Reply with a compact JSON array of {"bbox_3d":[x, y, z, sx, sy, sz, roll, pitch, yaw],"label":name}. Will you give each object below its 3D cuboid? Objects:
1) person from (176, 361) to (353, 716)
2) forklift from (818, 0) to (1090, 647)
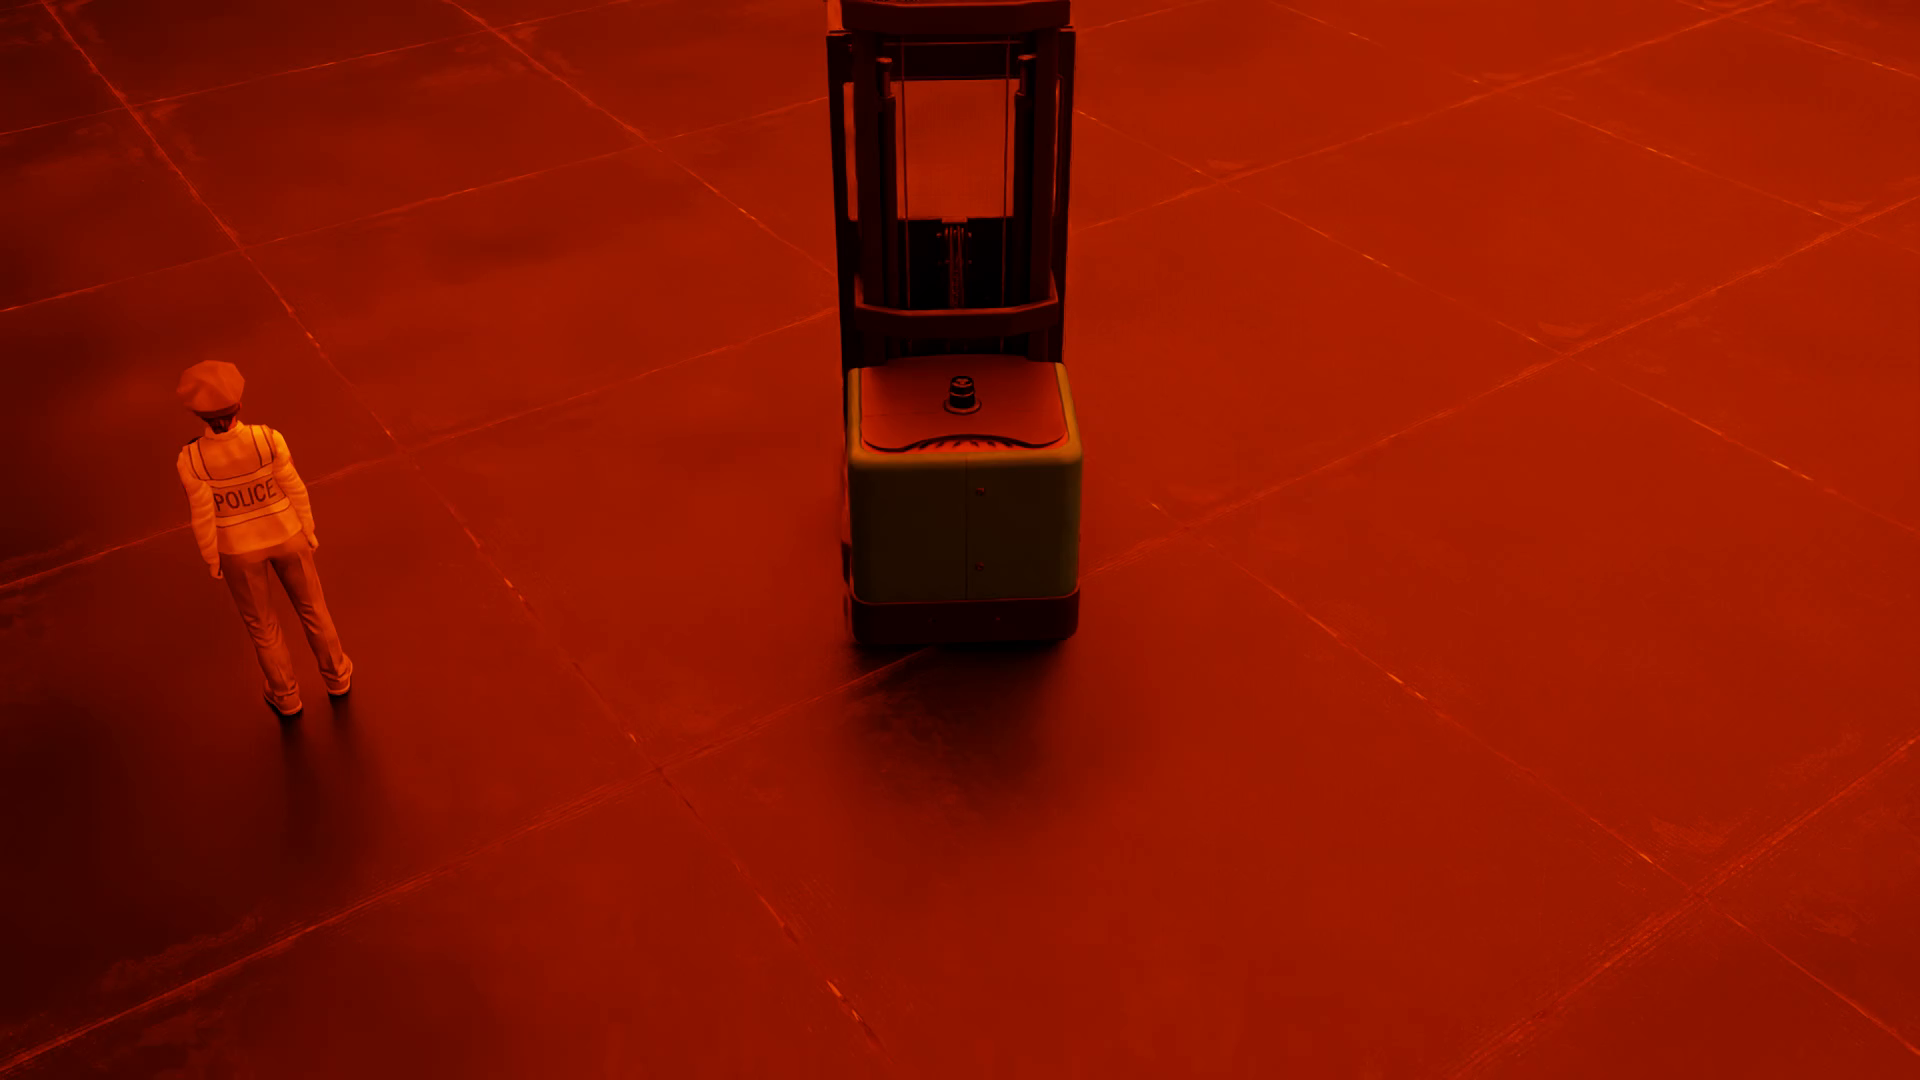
[{"bbox_3d":[-2.940,0.009,6.980,0.462,1.693,0.340,-20,41,-25],"label":"person"},{"bbox_3d":[-0.082,-1.549,8.039,1.130,2.935,3.031,-3,37,-5],"label":"forklift"}]
